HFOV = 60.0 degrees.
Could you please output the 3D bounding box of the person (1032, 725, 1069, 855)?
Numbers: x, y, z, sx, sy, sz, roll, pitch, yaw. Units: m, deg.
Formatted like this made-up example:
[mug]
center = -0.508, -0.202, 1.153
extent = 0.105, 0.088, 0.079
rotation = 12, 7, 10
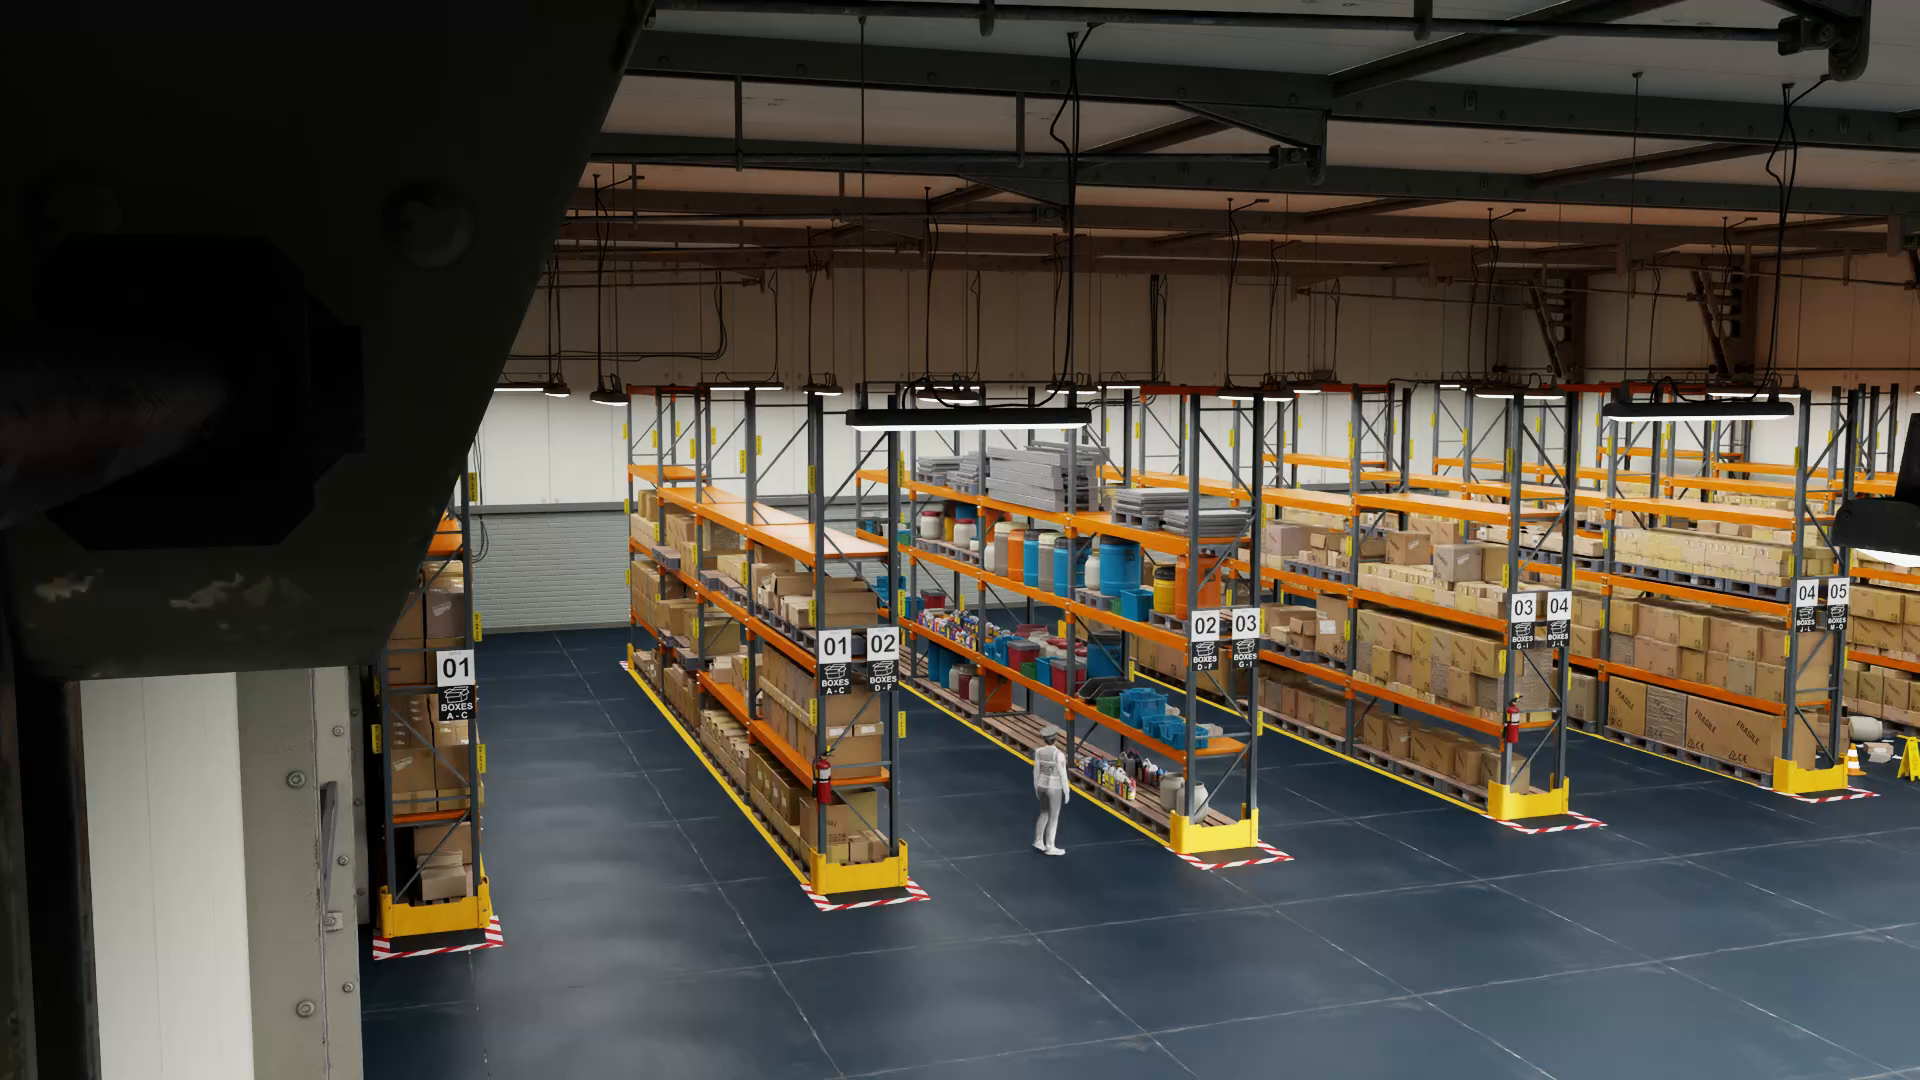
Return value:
[person]
center = 1.189, 3.282, 21.687
extent = 0.340, 1.725, 0.567
rotation = -5, 8, -41
